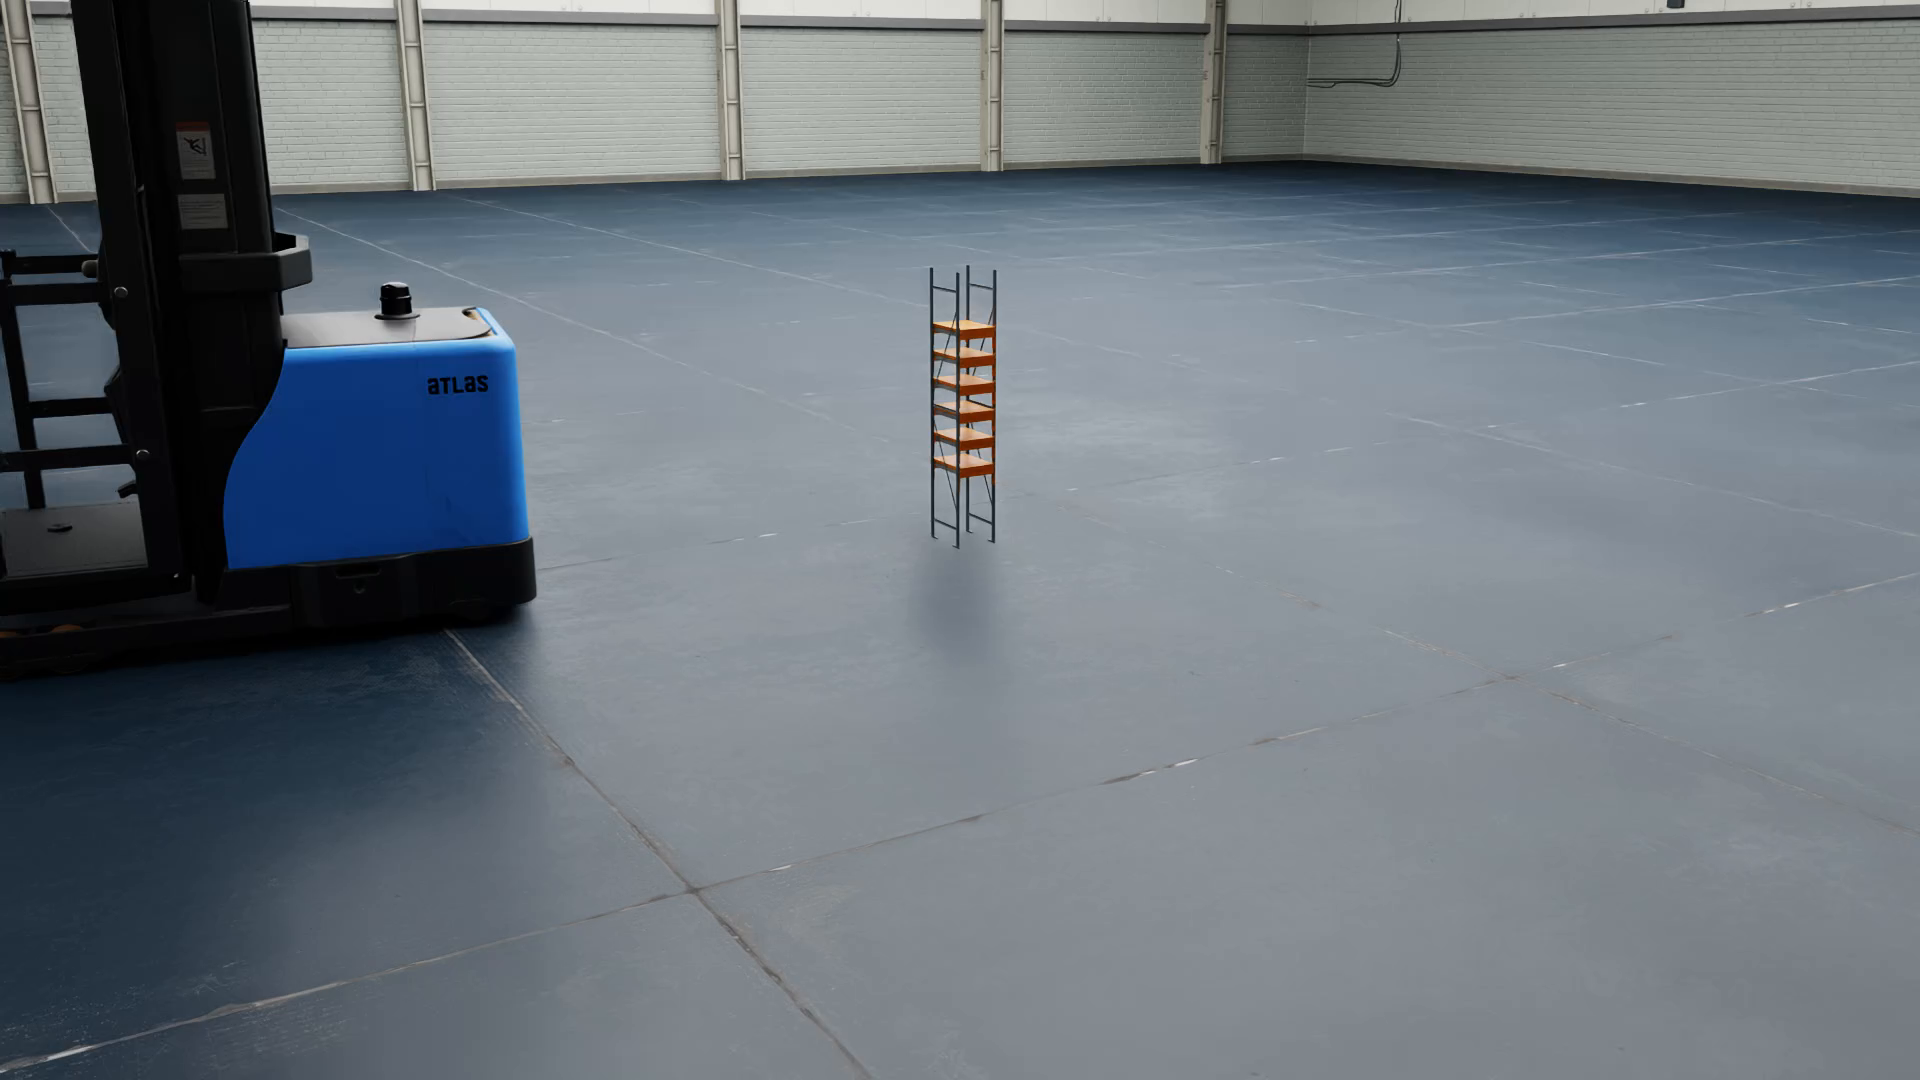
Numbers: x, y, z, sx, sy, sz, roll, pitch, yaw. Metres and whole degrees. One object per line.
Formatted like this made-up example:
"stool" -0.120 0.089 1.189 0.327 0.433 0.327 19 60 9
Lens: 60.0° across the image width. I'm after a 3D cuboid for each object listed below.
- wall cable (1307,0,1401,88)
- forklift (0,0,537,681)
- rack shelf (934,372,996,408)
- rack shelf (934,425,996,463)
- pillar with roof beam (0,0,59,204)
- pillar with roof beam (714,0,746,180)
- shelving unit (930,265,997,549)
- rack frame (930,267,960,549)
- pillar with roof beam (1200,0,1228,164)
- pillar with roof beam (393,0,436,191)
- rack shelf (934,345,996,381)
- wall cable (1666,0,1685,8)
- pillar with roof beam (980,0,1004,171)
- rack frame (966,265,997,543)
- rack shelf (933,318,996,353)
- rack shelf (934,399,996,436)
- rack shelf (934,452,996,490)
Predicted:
"wall cable" 9.031 -11.705 38.245 0.112 2.526 3.097 -9 18 -30
"forklift" -3.192 -1.091 5.872 3.031 2.935 1.130 -6 17 -20
"rack shelf" 0.012 -0.653 7.235 0.180 0.103 0.258 -9 18 -30
"rack shelf" 0.012 -0.421 7.299 0.180 0.103 0.258 -9 18 -30
"pillar with roof beam" -12.531 -8.764 22.002 0.400 9.000 9.100 -9 18 -30
"pillar with roof beam" -2.244 -10.432 27.953 0.400 9.000 9.100 -9 18 -30
"shelving unit" 0.012 -0.580 7.255 0.189 1.200 0.258 -9 18 -30
"rack frame" -0.066 -0.567 7.210 0.006 1.200 0.240 -9 18 -30
"pillar with roof beam" 8.042 -12.100 33.904 0.400 9.000 9.100 -9 18 -30
"pillar with roof beam" -7.387 -9.598 24.978 0.400 9.000 9.100 -9 18 -30
"rack shelf" 0.012 -0.768 7.202 0.180 0.103 0.258 -9 18 -30
"wall cable" 13.907 -12.639 29.524 0.169 6.003 2.305 -9 18 -30
"pillar with roof beam" 2.899 -11.266 30.928 0.400 9.000 9.100 -9 18 -30
"rack frame" 0.091 -0.592 7.300 0.006 1.200 0.240 -9 18 -30
"rack shelf" 0.012 -0.884 7.170 0.180 0.103 0.258 -9 18 -30
"rack shelf" 0.012 -0.537 7.267 0.180 0.103 0.258 -9 18 -30
"rack shelf" 0.012 -0.306 7.332 0.180 0.103 0.258 -9 18 -30
